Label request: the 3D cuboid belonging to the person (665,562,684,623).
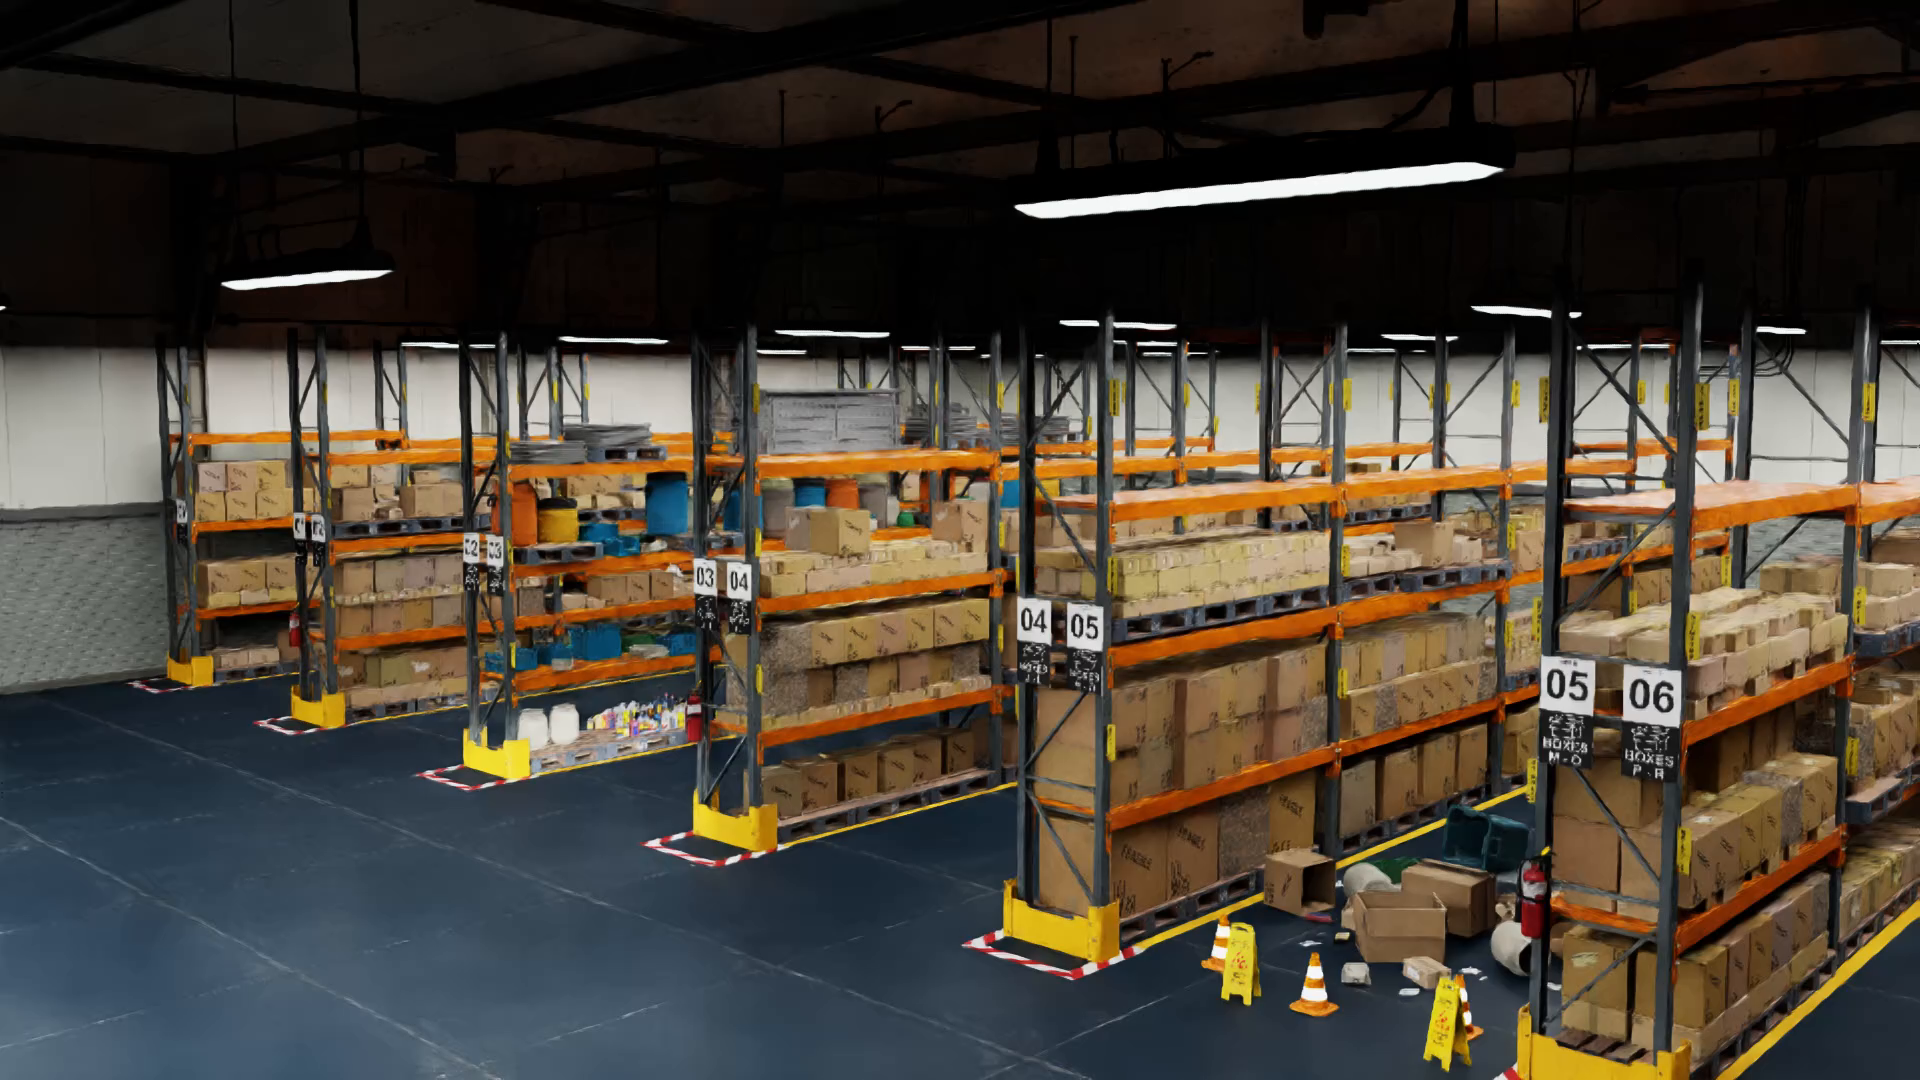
[{"bbox_3d":[-5.869,1.093,34.369,0.416,1.679,0.507,1,5,11],"label":"person"}]
